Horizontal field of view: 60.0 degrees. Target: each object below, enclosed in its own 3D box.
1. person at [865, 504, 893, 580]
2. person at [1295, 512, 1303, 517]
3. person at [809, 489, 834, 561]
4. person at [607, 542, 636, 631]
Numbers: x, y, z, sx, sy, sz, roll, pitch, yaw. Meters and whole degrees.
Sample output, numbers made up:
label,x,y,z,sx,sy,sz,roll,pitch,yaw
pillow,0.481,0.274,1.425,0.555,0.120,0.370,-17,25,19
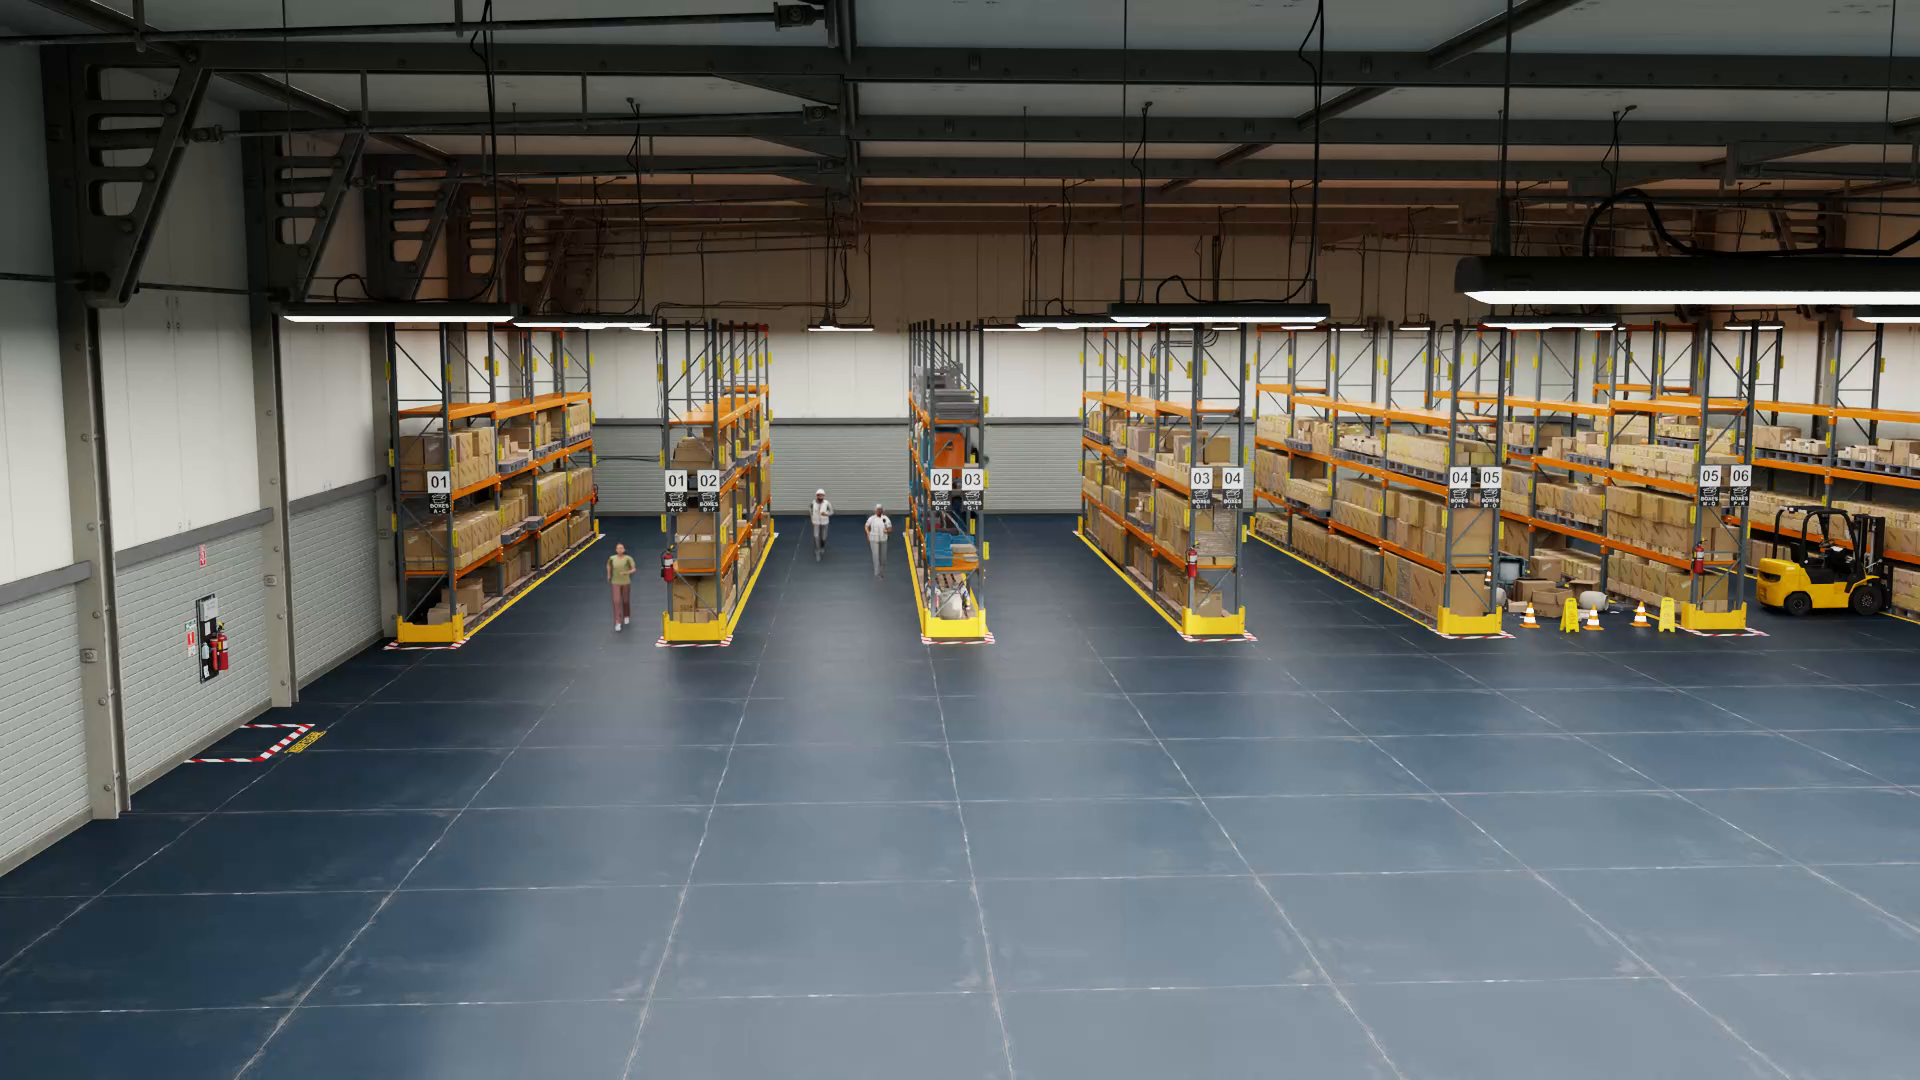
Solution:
label,x,y,z,sx,sy,sz,roll,pitch,yaw
person,-1.810,0.042,37.158,0.620,1.675,0.768,-1,7,-7
person,10.263,-1.252,49.573,0.609,1.717,0.697,-3,8,-23
person,-3.555,-0.392,42.619,0.624,1.839,0.972,-1,7,-6
person,-6.605,0.869,32.442,0.574,1.676,0.894,-1,7,-6
